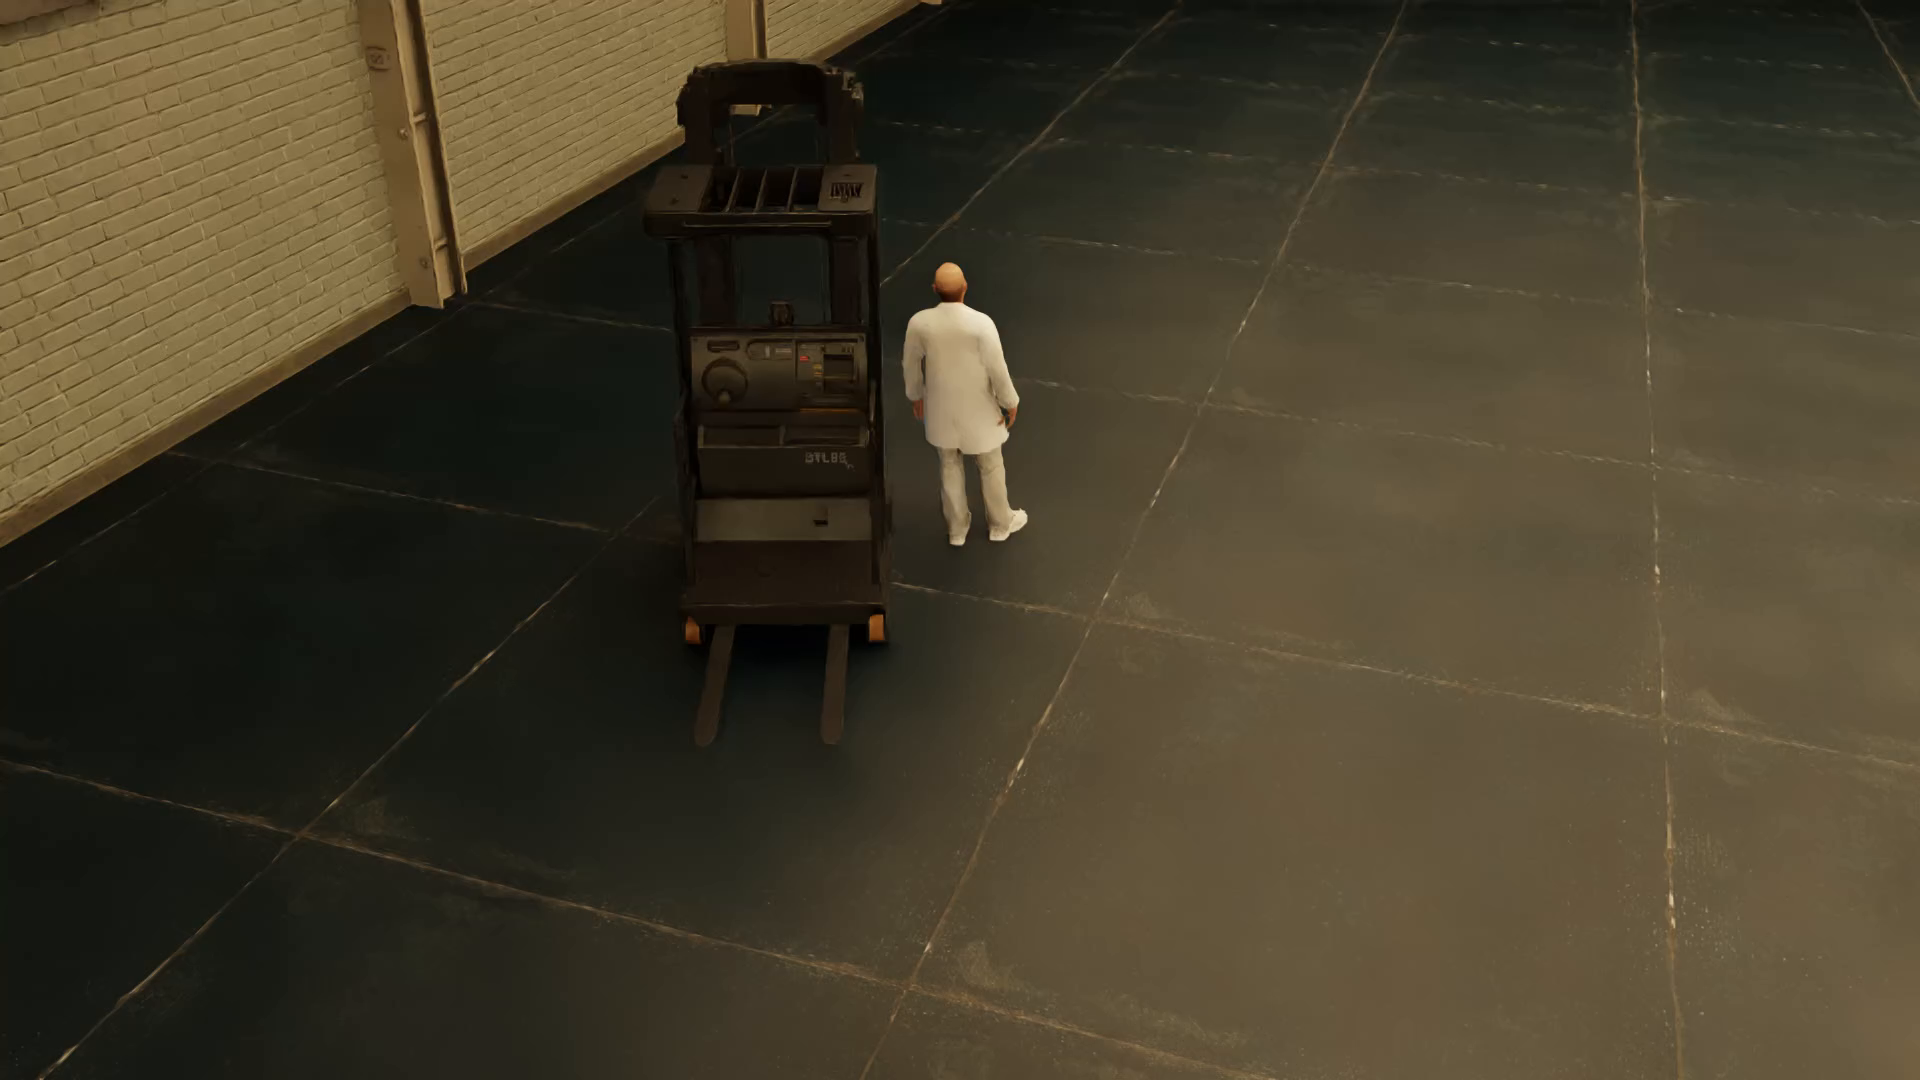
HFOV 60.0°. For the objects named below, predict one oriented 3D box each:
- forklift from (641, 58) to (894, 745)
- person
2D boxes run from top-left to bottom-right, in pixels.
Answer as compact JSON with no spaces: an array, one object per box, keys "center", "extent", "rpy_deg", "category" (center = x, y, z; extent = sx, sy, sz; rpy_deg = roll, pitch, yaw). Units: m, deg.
[{"center":[-0.954,-0.857,8.640],"extent":[1.130,2.935,3.031],"rpy_deg":[-1,30,-1],"category":"forklift"},{"center":[0.034,-0.821,9.725],"extent":[0.694,1.776,0.580],"rpy_deg":[10,31,16],"category":"person"}]
